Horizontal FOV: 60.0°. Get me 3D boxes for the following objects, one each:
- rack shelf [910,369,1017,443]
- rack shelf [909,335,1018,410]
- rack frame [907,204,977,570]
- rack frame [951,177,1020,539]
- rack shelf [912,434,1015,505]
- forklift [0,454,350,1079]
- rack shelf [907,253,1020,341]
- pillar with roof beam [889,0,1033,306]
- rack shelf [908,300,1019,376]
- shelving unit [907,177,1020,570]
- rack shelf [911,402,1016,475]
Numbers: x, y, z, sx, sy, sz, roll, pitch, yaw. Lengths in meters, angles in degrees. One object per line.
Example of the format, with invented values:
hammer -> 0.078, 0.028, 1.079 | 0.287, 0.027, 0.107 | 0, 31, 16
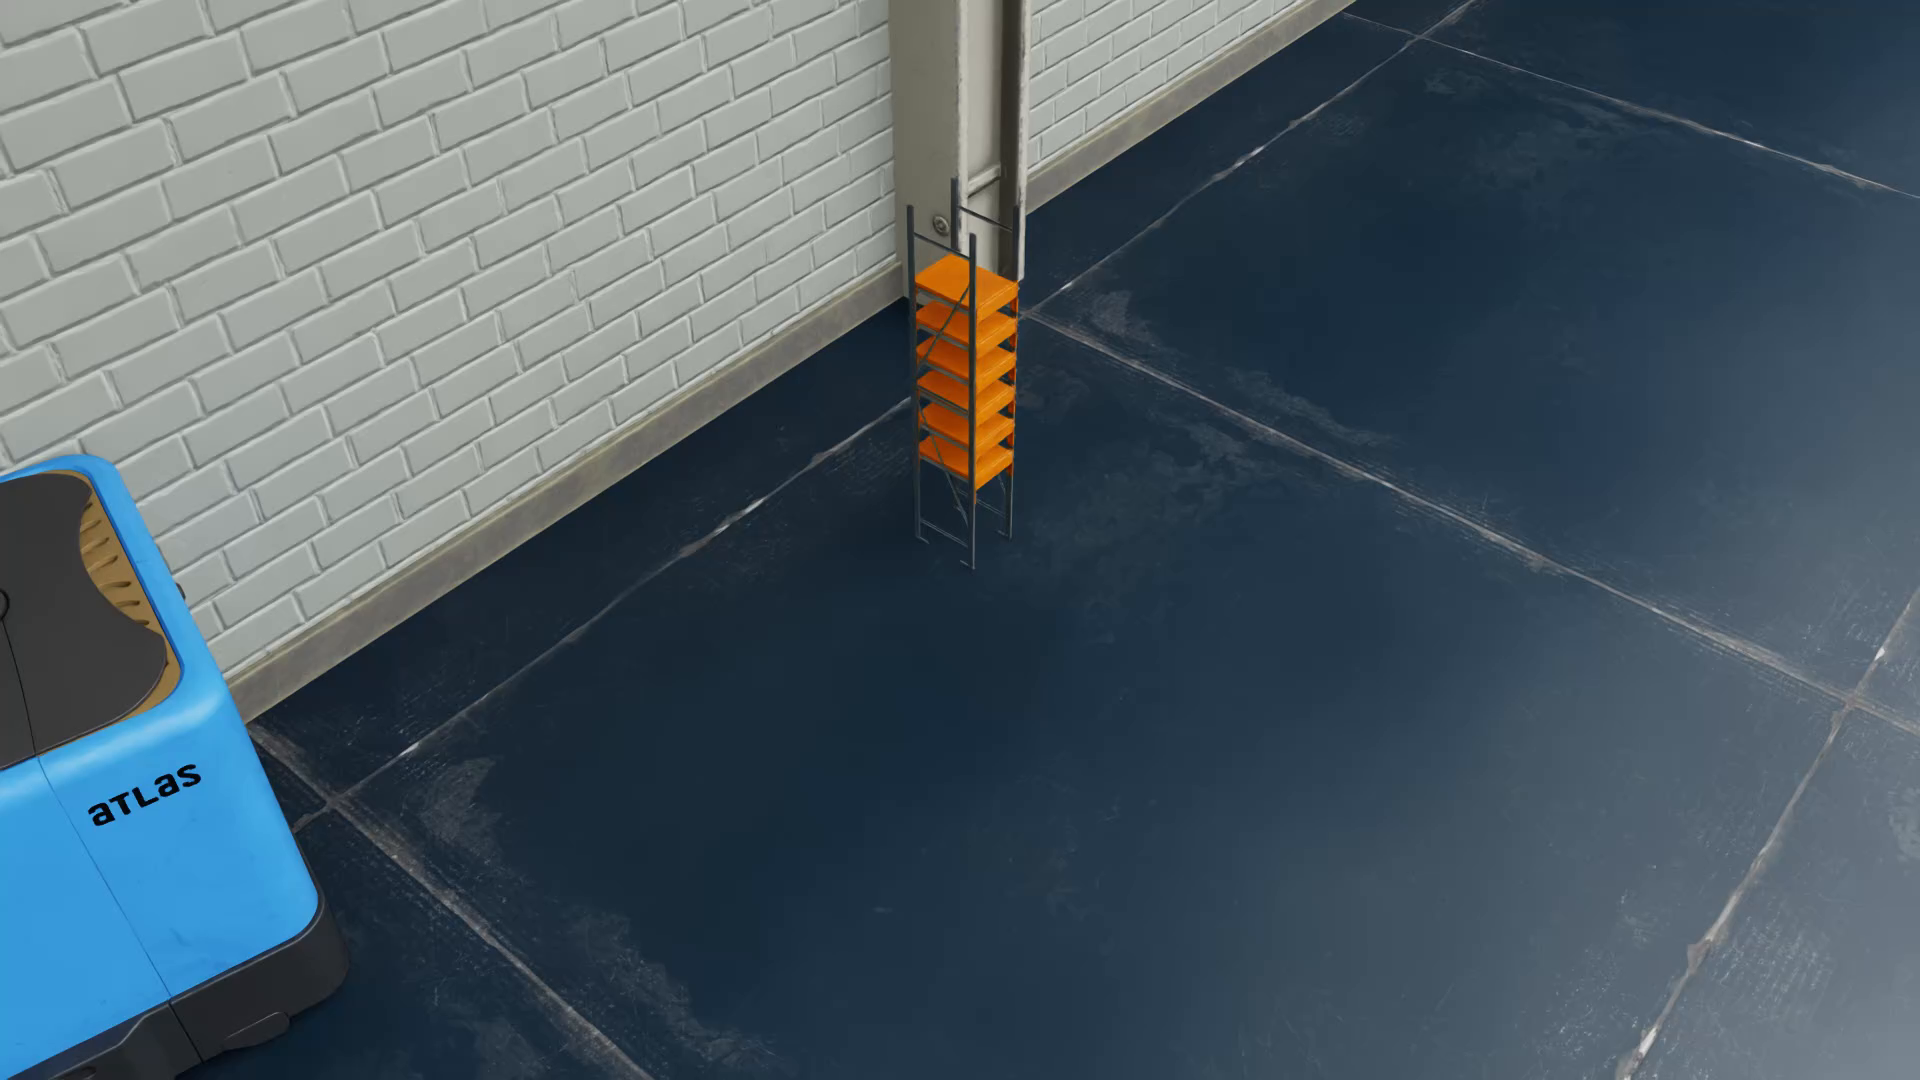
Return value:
rack shelf -> 0.009, -0.418, 4.884 | 0.258, 0.103, 0.180 | 29, 50, 28
rack shelf -> 0.009, -0.507, 4.804 | 0.258, 0.103, 0.180 | 29, 50, 28
rack frame -> -0.050, -0.404, 4.803 | 0.240, 1.200, 0.006 | 29, 50, 28
rack frame -> 0.068, -0.498, 4.906 | 0.240, 1.200, 0.006 | 29, 50, 28
rack shelf -> 0.009, -0.241, 5.046 | 0.258, 0.103, 0.180 | 29, 50, 28
forklift -> -2.972, 0.319, 2.721 | 3.031, 2.935, 1.130 | -25, 48, -25
rack shelf -> 0.009, -0.685, 4.642 | 0.258, 0.103, 0.180 | 29, 50, 28
pillar with roof beam -> 3.299, -2.438, 1.242 | 9.100, 9.000, 0.400 | 29, 50, 28
rack shelf -> 0.009, -0.596, 4.723 | 0.258, 0.103, 0.180 | 29, 50, 28
shelving unit -> 0.009, -0.451, 4.855 | 0.258, 1.200, 0.189 | 29, 50, 28
rack shelf -> 0.009, -0.330, 4.965 | 0.258, 0.103, 0.180 | 29, 50, 28
